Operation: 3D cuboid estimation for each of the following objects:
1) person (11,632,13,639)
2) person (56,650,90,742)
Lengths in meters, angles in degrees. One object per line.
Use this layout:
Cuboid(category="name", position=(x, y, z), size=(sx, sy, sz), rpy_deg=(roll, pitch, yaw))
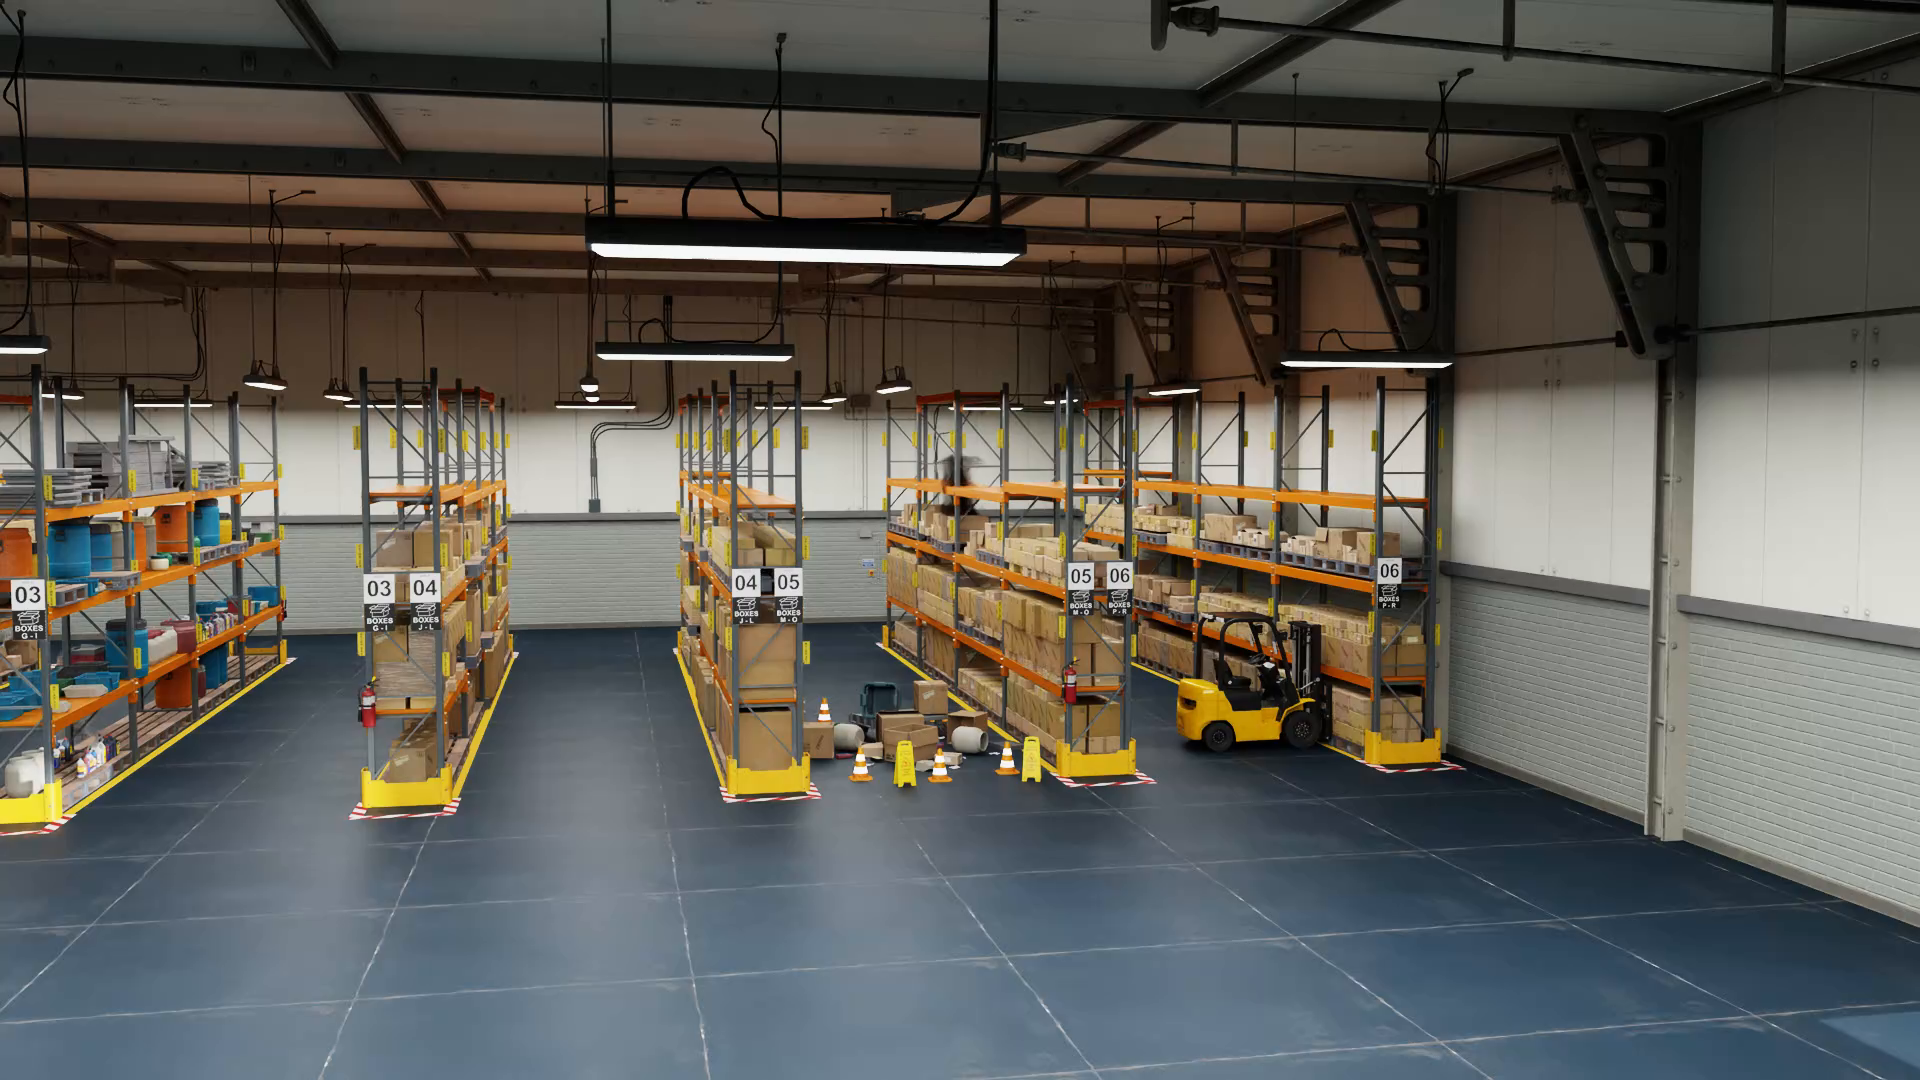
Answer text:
Cuboid(category="person", position=(-21.208, 1.900, 37.406), size=(0.850, 1.830, 0.659), rpy_deg=(-1, 4, -16))
Cuboid(category="person", position=(-14.312, 2.578, 26.688), size=(0.621, 1.663, 0.693), rpy_deg=(-2, 4, -32))
